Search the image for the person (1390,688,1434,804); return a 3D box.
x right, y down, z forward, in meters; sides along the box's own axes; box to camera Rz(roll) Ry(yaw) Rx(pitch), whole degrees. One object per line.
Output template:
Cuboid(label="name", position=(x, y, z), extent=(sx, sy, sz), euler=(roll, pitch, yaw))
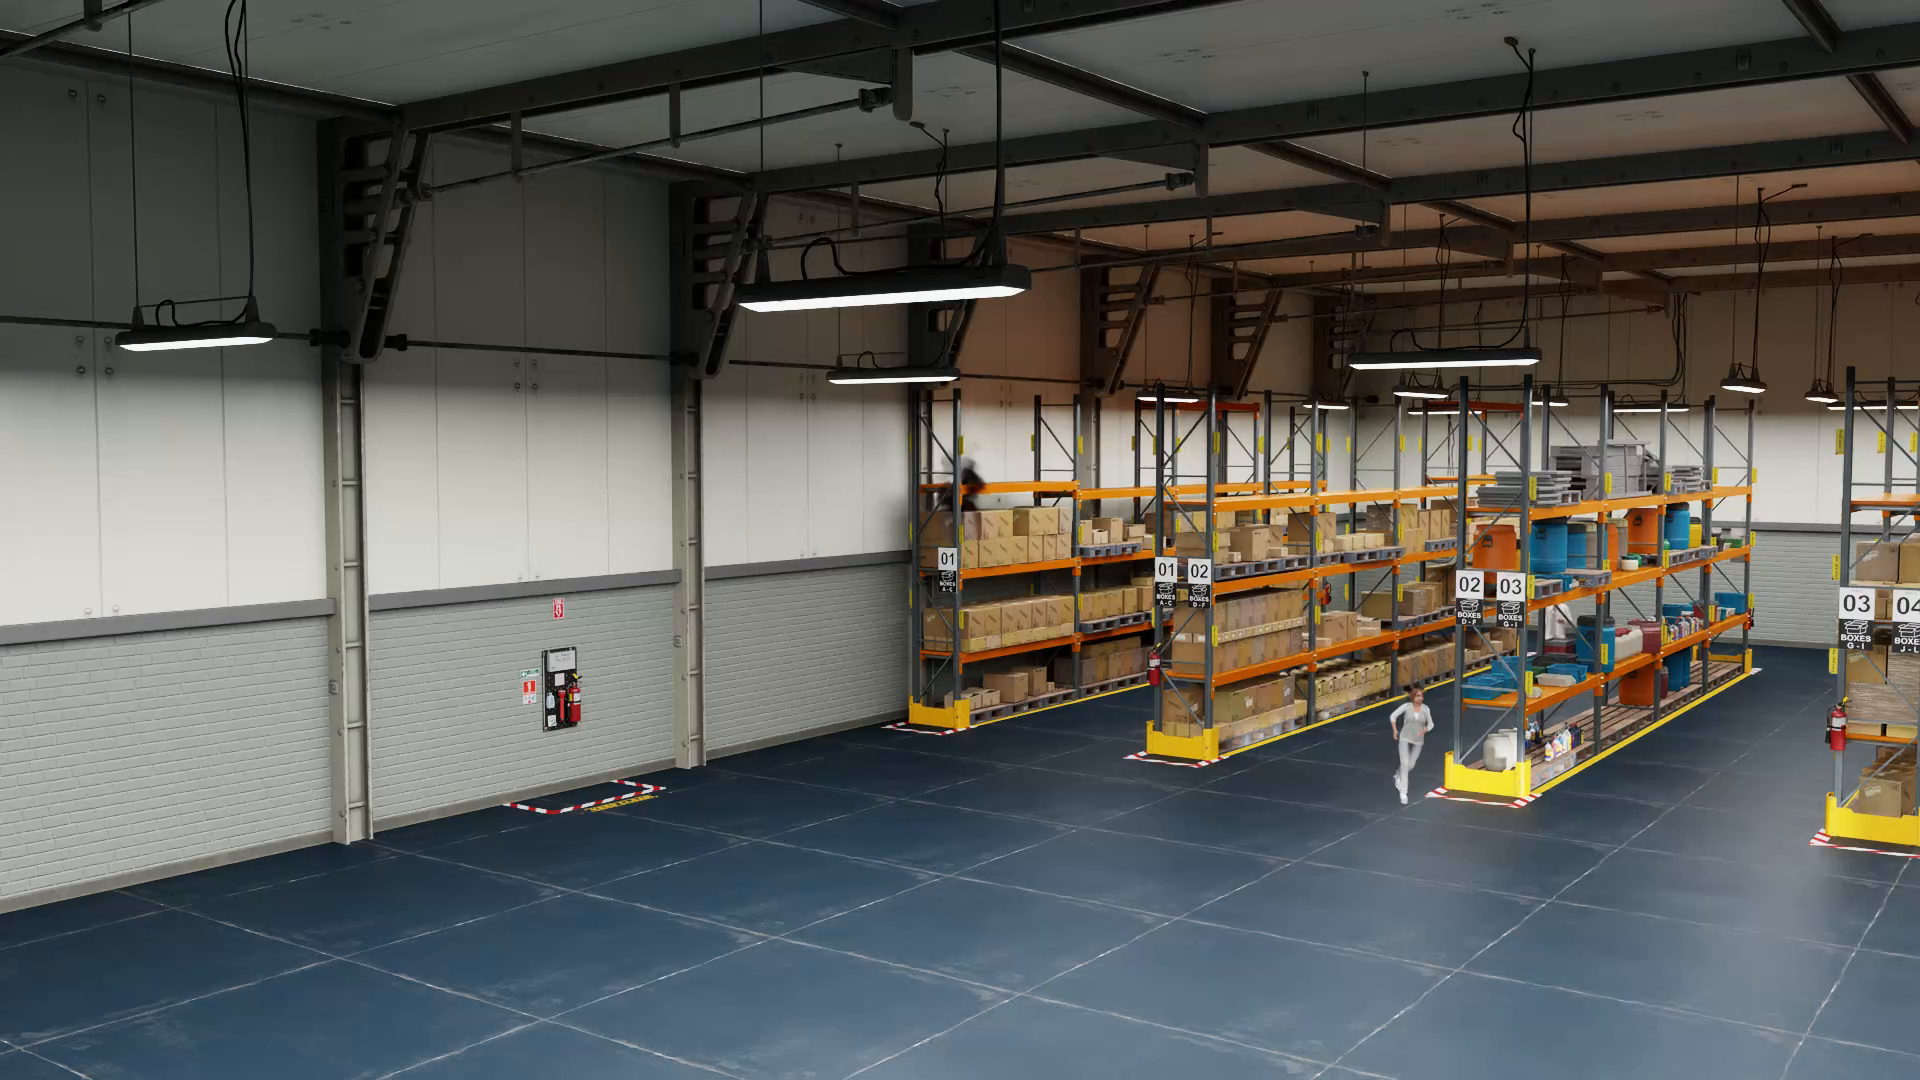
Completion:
Cuboid(label="person", position=(6.403, 2.985, 23.573), extent=(0.586, 1.382, 0.817), euler=(0, 3, 2))

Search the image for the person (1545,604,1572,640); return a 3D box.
Cuboid(label="person", position=(12.922, 2.040, 36.148), extent=(0.703, 1.805, 1.040), euler=(2, 4, 26))

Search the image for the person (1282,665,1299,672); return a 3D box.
Cuboid(label="person", position=(6.834, 2.223, 34.380), extent=(0.585, 1.613, 0.629), euler=(1, 4, 23))
